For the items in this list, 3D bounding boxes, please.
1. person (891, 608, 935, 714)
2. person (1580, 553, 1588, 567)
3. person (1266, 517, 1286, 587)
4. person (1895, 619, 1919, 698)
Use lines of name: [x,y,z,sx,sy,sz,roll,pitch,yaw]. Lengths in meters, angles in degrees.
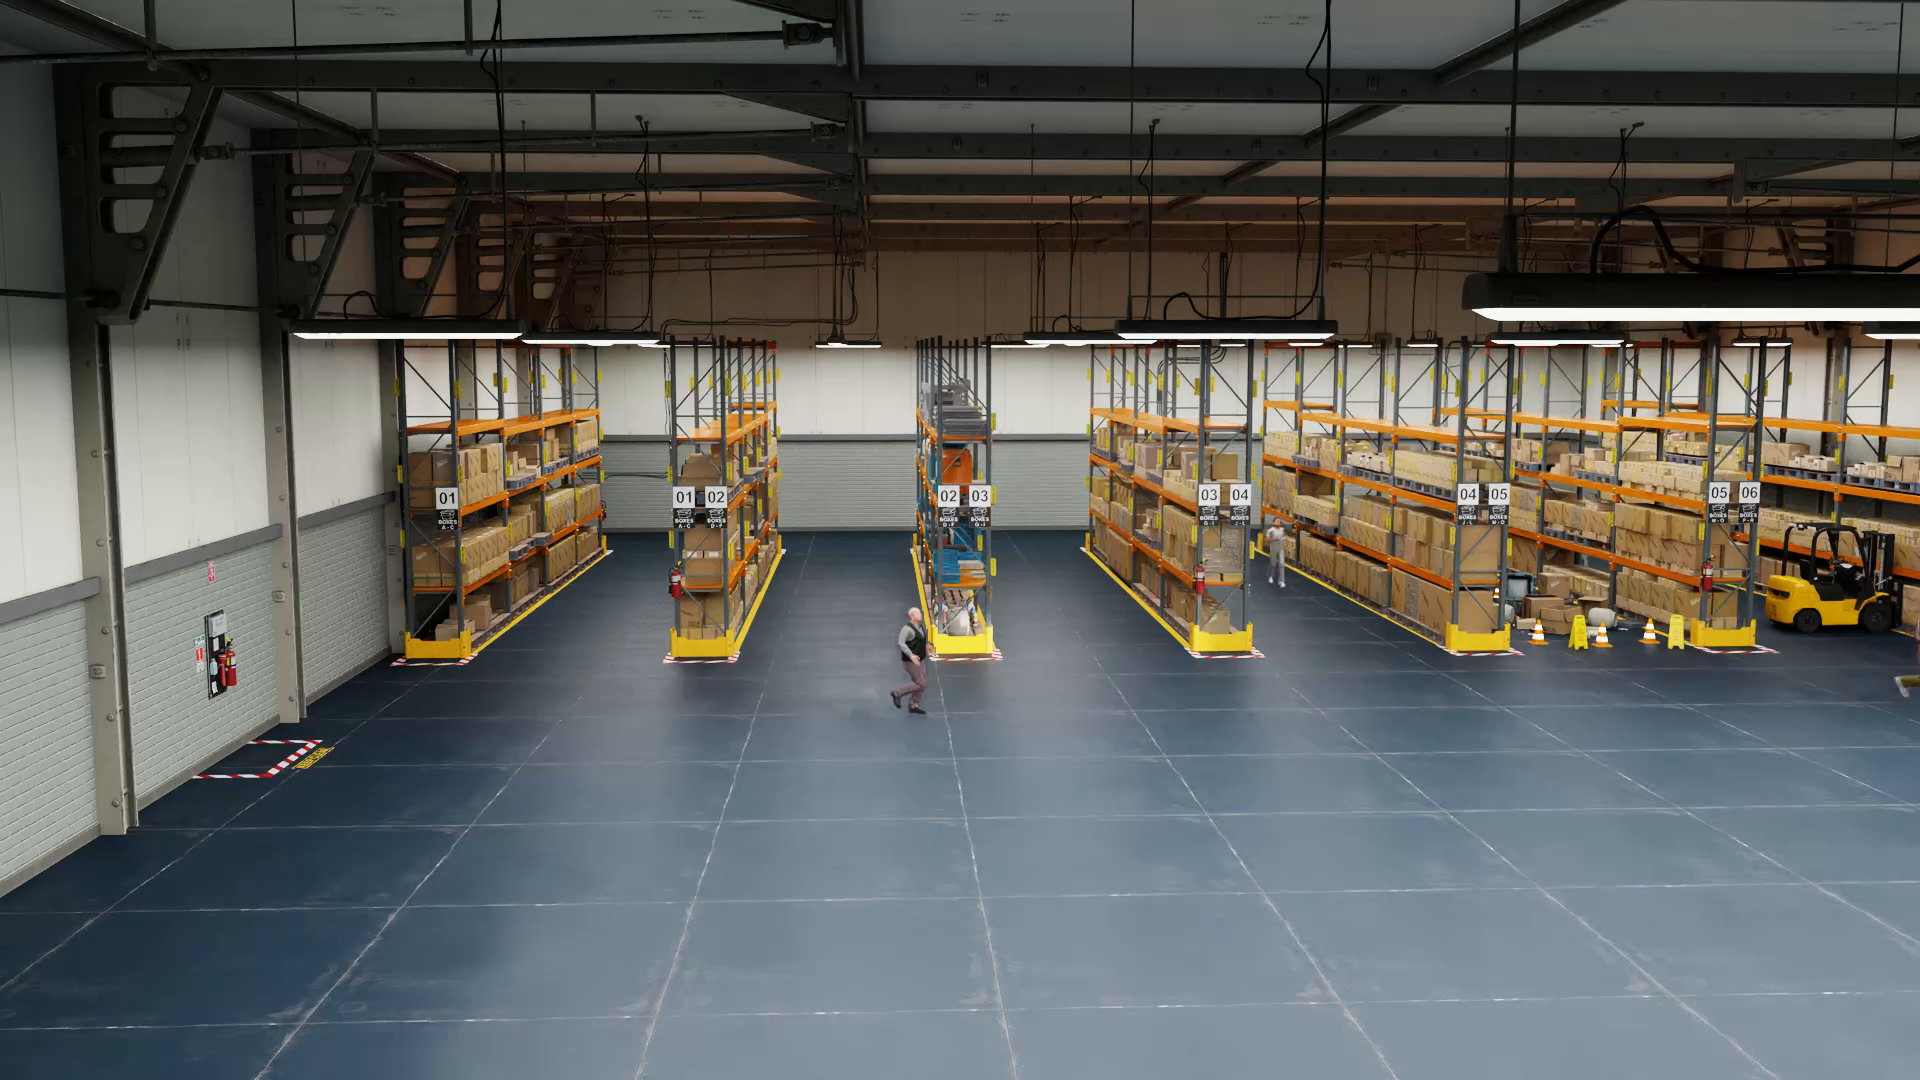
person: [-0.739,1.910,26.333,0.631,1.692,0.658,3,7,22]
person: [15.800,0.057,42.397,0.602,1.711,0.886,-1,7,-6]
person: [7.697,0.266,40.412,0.564,1.662,0.940,-1,7,-8]
person: [15.531,1.830,26.733,0.723,1.739,0.799,-6,9,-44]
